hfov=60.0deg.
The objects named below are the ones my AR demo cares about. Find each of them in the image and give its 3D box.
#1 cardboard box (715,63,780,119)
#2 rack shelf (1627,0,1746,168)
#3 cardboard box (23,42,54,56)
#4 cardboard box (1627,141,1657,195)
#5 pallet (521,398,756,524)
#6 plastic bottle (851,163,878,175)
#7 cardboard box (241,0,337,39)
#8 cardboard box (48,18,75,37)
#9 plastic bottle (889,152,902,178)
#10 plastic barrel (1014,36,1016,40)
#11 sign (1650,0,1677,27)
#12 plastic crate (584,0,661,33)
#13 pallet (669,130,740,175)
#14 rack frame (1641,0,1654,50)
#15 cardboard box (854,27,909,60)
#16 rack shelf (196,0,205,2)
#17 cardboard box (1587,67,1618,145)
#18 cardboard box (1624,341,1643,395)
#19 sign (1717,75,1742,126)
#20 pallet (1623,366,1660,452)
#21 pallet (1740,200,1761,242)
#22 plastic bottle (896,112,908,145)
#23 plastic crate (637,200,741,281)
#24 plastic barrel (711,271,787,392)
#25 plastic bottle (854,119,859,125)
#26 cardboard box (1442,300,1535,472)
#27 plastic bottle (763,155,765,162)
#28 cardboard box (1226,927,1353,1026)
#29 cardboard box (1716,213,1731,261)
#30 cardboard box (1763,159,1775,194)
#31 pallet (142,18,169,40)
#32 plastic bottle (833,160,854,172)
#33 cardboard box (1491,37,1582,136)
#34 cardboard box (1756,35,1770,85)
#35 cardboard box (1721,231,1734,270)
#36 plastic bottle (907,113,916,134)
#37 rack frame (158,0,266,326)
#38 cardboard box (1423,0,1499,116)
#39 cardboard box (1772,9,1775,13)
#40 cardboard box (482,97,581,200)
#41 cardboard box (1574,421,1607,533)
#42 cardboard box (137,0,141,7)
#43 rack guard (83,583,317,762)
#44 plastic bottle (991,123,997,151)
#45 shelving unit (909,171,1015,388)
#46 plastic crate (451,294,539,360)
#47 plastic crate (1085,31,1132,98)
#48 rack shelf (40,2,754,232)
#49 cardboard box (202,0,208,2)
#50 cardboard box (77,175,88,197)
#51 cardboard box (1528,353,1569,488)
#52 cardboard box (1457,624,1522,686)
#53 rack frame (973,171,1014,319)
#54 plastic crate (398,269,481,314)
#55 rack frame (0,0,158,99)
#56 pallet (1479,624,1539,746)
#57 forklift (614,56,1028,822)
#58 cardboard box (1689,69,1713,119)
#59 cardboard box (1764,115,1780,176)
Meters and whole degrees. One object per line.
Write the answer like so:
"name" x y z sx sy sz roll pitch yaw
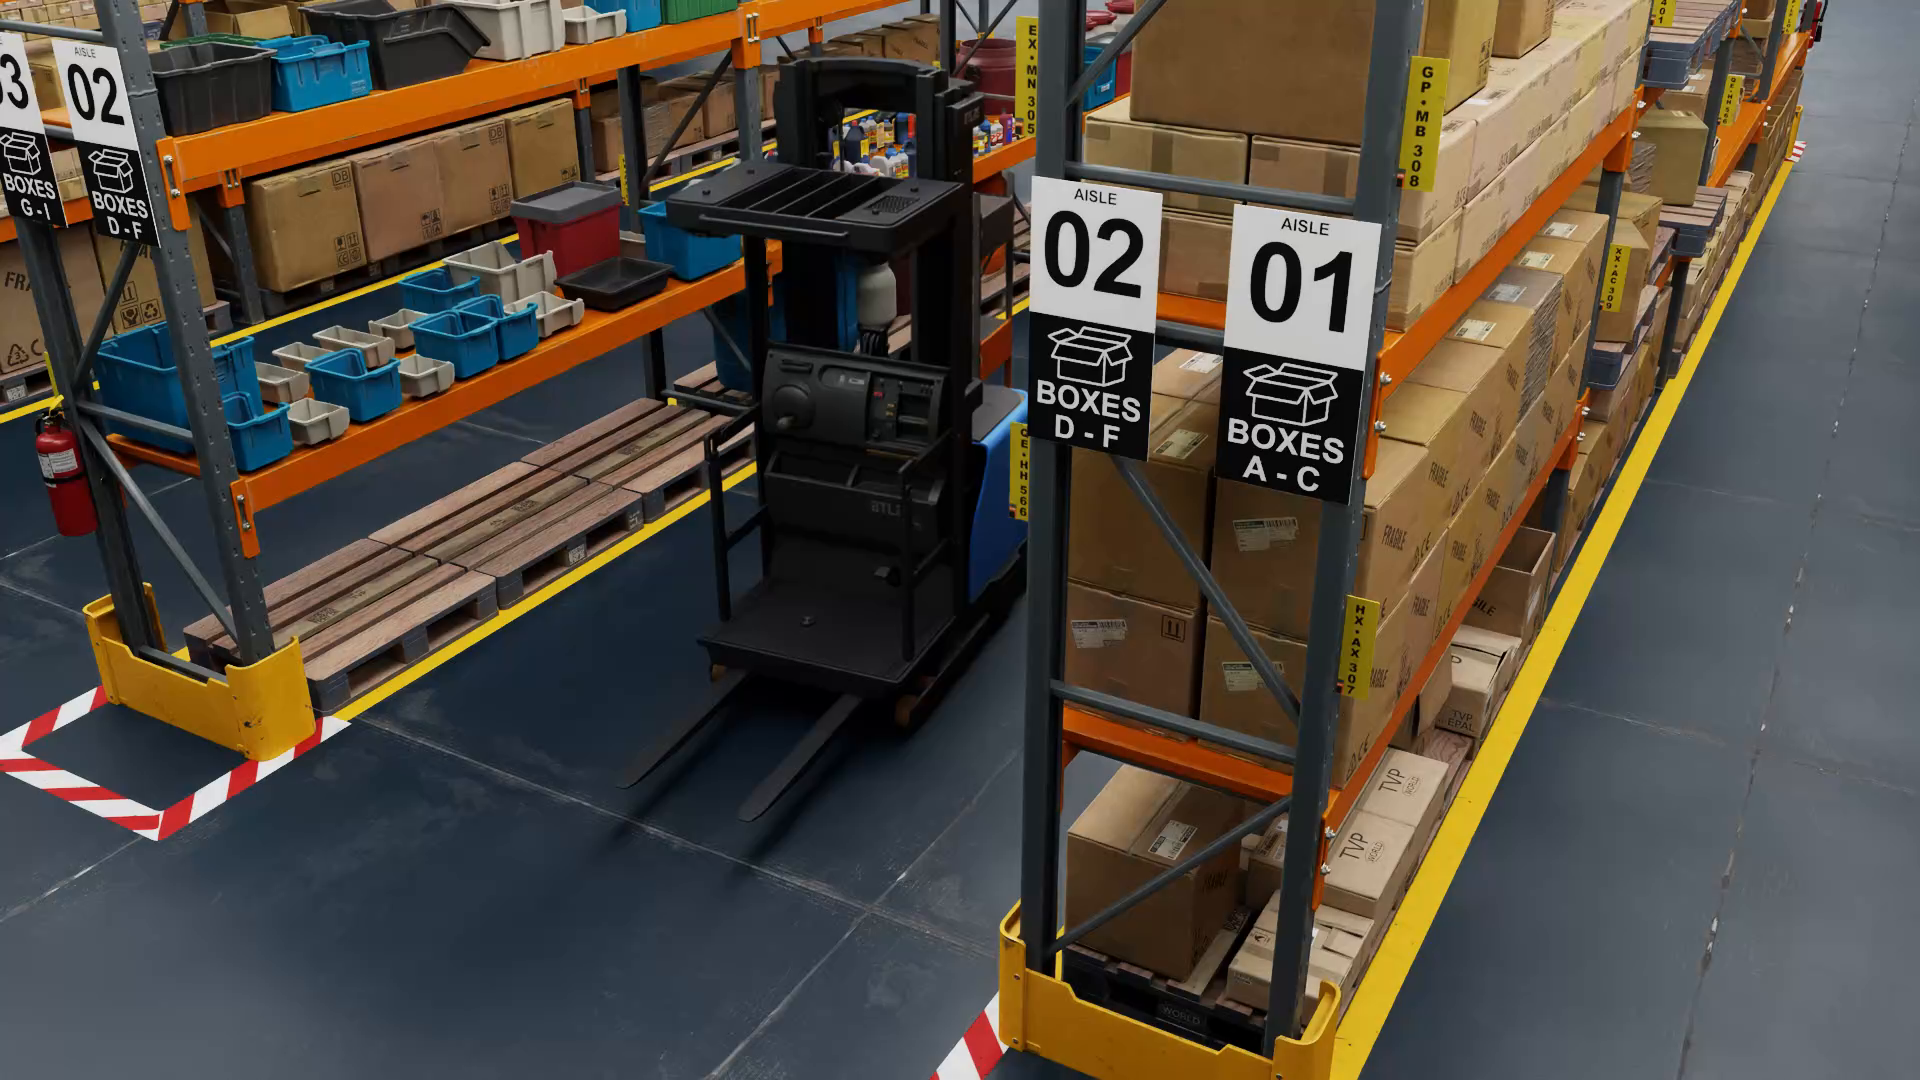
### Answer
"cardboard box" -2.367 -5.123 18.934 0.700 0.500 0.500 12 29 22
"rack shelf" 3.625 -2.777 9.399 1.077 0.370 4.000 14 30 26
"cardboard box" -6.689 -3.241 11.872 0.500 0.500 0.500 14 30 26
"cardboard box" 3.781 -2.185 10.182 0.700 0.500 0.500 21 33 35
"pallet" -1.997 -0.528 10.569 1.003 0.211 1.213 14 30 26
"plastic bottle" -0.654 -2.472 11.476 0.152 0.276 0.135 14 30 26
"cardboard box" -5.327 -4.170 13.496 0.797 0.503 0.637 15 30 27
"cardboard box" -8.892 -5.028 16.254 0.380 0.149 0.250 13 29 24
"plastic bottle" -0.460 -2.599 11.736 0.097 0.271 0.097 0 27 0
"plastic barrel" 0.618 -4.127 14.518 0.421 0.512 0.421 0 27 0
"sign" 3.118 -2.434 7.332 0.100 0.325 0.005 14 30 26
"plastic crate" -1.839 -2.911 9.051 0.416 0.233 0.300 14 30 26
"pallet" -3.027 -4.251 18.005 1.003 0.211 1.213 14 30 26
"rack frame" 2.641 -3.660 7.009 1.000 3.000 0.127 14 30 26
"cardboard box" -0.989 -6.187 21.083 0.500 0.500 0.500 17 31 31
"rack shelf" -4.998 -4.960 13.760 1.077 0.370 4.000 14 30 26
"cardboard box" 2.378 -1.811 6.834 0.500 0.250 0.500 14 30 26
"cardboard box" 3.830 -1.112 10.084 0.500 0.250 0.500 14 30 25
"sign" 5.086 -2.903 10.994 0.100 0.325 0.005 14 30 26
"pallet" 4.209 -1.007 11.526 1.003 0.211 1.213 14 30 26
"pallet" 7.005 -3.149 15.806 1.003 0.211 1.213 14 30 26
"plastic bottle" -0.451 -3.241 13.017 0.097 0.271 0.097 0 27 0
"plastic crate" -1.602 -1.833 10.011 0.392 0.384 0.575 14 30 26
"plastic barrel" -1.387 -1.528 11.326 0.600 0.901 0.708 14 30 26
"plastic bottle" -0.804 -3.039 12.600 0.061 0.283 0.133 14 30 26
"cardboard box" 1.872 -0.623 6.415 0.500 0.500 0.500 14 30 26
"plastic bottle" -1.411 -2.550 11.549 0.144 0.351 0.185 14 30 26
"cardboard box" 1.179 1.572 5.953 0.380 0.149 0.250 14 30 26
"cardboard box" 5.879 -2.490 13.350 0.500 0.311 0.500 14 30 25
"cardboard box" 7.570 -3.555 16.104 0.500 0.250 0.500 14 30 26
"pallet" -8.540 -5.464 17.529 1.213 0.211 1.003 14 30 26
"plastic bottle" -0.787 -2.505 11.543 0.152 0.276 0.135 14 30 26
"cardboard box" 1.895 -1.643 5.940 0.500 0.250 0.500 14 30 26
"cardboard box" 7.043 -4.522 15.320 0.700 0.500 0.500 14 30 26
"cardboard box" 6.124 -2.432 13.860 0.500 0.250 0.500 15 30 27
"plastic bottle" -0.424 -3.296 13.121 0.152 0.276 0.135 14 30 26
"rack frame" -5.982 -3.161 12.713 1.000 3.000 0.127 14 30 26
"cardboard box" 1.232 -1.632 5.080 0.700 0.500 0.500 14 30 26
"cardboard box" 7.127 -4.691 14.934 0.380 0.149 0.250 13 30 25
"cardboard box" -4.371 -3.693 15.681 1.225 0.875 0.875 13 29 24
"cardboard box" 3.344 -0.402 9.503 0.500 0.500 0.500 15 30 27
"cardboard box" -8.510 -5.462 16.789 0.380 0.149 0.250 14 30 26
"rack guard" -3.638 0.619 7.955 1.175 0.500 0.348 14 30 26
"plastic bottle" 0.237 -3.120 12.853 0.097 0.201 0.097 0 27 0
"shelving unit" 0.015 -1.001 9.404 0.431 2.100 0.503 11 29 20
"plastic crate" -2.434 -1.117 8.750 0.416 0.233 0.300 14 30 26
"plastic crate" 1.360 -4.220 14.758 0.402 0.464 0.583 14 30 26
"rack shelf" -2.653 -2.310 8.467 1.077 0.370 4.000 14 30 26
"cardboard box" -8.125 -5.633 17.464 0.380 0.149 0.250 15 30 27
"cardboard box" -6.226 -2.557 11.787 0.380 0.149 0.250 15 30 27
"cardboard box" 2.366 -0.570 7.426 0.500 0.500 0.500 15 30 28
"cardboard box" 2.476 0.544 8.005 0.380 0.149 0.250 14 30 26
"rack frame" 0.109 -1.101 9.605 0.400 2.100 0.015 11 29 20
"plastic crate" -2.850 -1.320 9.156 0.416 0.233 0.300 14 30 26
"rack frame" -3.637 -3.194 6.077 1.000 3.000 0.127 14 30 26
"pallet" 2.303 0.537 8.442 1.003 0.211 1.213 14 30 26
"forklift" -0.595 -0.623 7.720 1.130 2.935 3.031 11 29 20
"cardboard box" 5.679 -3.444 13.167 0.500 0.500 0.500 14 30 26
"cardboard box" 7.317 -3.698 15.550 0.500 0.500 0.500 14 30 26
